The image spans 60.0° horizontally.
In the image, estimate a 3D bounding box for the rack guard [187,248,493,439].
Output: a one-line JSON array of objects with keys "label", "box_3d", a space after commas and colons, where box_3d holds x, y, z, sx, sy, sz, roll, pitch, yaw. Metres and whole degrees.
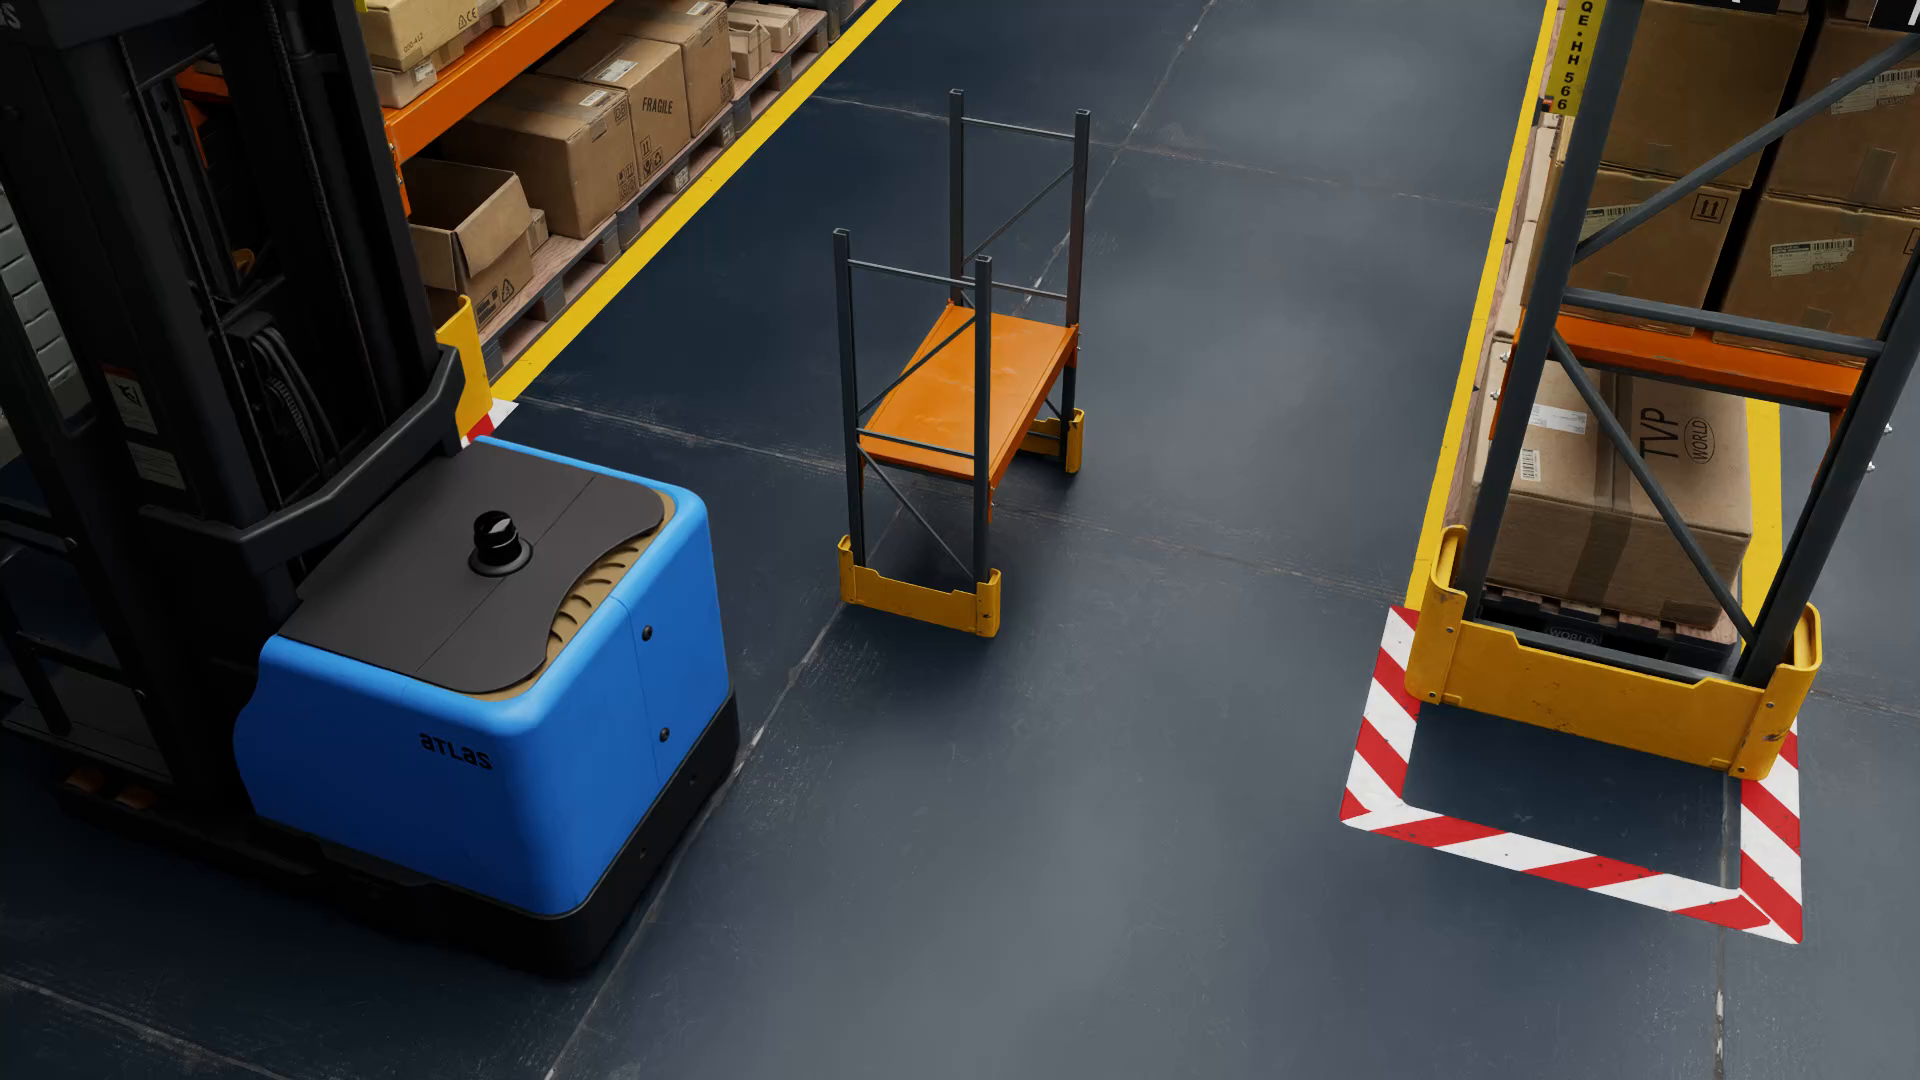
[{"label": "rack guard", "box_3d": [-2.529, -0.798, 6.800, 1.175, 0.500, 0.348, 13, 42, 15]}]

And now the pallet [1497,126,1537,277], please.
[{"label": "pallet", "box_3d": [3.145, -1.536, 7.888, 1.003, 0.211, 1.213, 13, 42, 15]}]

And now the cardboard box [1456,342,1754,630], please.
[{"label": "cardboard box", "box_3d": [2.243, -0.213, 5.839, 0.875, 0.438, 0.875, 12, 42, 14]}]

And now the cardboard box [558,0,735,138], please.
[{"label": "cardboard box", "box_3d": [-1.573, -2.410, 8.366, 0.700, 0.500, 0.500, 12, 42, 13]}]

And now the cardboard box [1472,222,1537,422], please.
[{"label": "cardboard box", "box_3d": [2.548, -0.773, 6.496, 0.875, 0.438, 0.875, 14, 43, 16]}]

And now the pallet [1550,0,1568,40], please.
[{"label": "pallet", "box_3d": [4.087, -3.216, 9.857, 1.003, 0.211, 1.213, 13, 42, 15]}]

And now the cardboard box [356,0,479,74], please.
[{"label": "cardboard box", "box_3d": [-2.146, -1.976, 6.141, 0.500, 0.250, 0.500, 14, 42, 15]}]

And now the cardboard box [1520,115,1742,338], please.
[{"label": "cardboard box", "box_3d": [2.027, -0.994, 5.027, 0.500, 0.500, 0.500, 14, 42, 15]}]

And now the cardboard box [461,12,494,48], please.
[{"label": "cardboard box", "box_3d": [-2.084, -2.080, 6.571, 0.380, 0.149, 0.250, 13, 42, 15]}]

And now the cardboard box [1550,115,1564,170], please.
[{"label": "cardboard box", "box_3d": [2.213, -1.297, 5.382, 0.500, 0.500, 0.500, 12, 42, 14]}]

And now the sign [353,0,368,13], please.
[{"label": "sign", "box_3d": [-2.045, -1.912, 5.513, 0.100, 0.325, 0.005, 13, 42, 15]}]

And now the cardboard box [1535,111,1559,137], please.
[{"label": "cardboard box", "box_3d": [3.163, -1.869, 7.780, 0.875, 0.438, 0.875, 13, 42, 14]}]

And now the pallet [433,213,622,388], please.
[{"label": "pallet", "box_3d": [-2.257, -1.175, 7.464, 1.003, 0.211, 1.213, 13, 42, 15]}]

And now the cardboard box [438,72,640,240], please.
[{"label": "cardboard box", "box_3d": [-1.928, -1.776, 7.623, 0.700, 0.500, 0.500, 15, 43, 17]}]

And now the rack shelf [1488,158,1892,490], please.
[{"label": "rack shelf", "box_3d": [2.795, -1.550, 6.309, 1.077, 0.370, 4.000, 13, 42, 15]}]

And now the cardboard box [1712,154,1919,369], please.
[{"label": "cardboard box", "box_3d": [2.545, -0.871, 4.882, 0.500, 0.500, 0.500, 13, 42, 15]}]

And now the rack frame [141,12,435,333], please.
[{"label": "rack frame", "box_3d": [-2.555, -1.703, 5.935, 1.000, 3.000, 0.127, 13, 42, 15]}]

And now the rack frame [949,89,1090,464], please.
[{"label": "rack frame", "box_3d": [0.203, -0.933, 6.188, 0.500, 1.500, 0.032, 13, 42, 15]}]

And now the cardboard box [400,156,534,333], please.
[{"label": "cardboard box", "box_3d": [-2.257, -1.265, 7.021, 0.797, 0.503, 0.637, 12, 42, 13]}]

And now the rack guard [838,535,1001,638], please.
[{"label": "rack guard", "box_3d": [-0.144, 0.162, 5.867, 0.587, 0.250, 0.087, 13, 42, 15]}]

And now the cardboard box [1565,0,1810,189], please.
[{"label": "cardboard box", "box_3d": [2.052, -1.369, 4.696, 0.500, 0.500, 0.500, 15, 43, 16]}]

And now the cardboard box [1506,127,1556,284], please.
[{"label": "cardboard box", "box_3d": [2.858, -1.323, 7.140, 0.875, 0.438, 0.875, 12, 42, 14]}]

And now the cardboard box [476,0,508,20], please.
[{"label": "cardboard box", "box_3d": [-1.974, -2.283, 6.502, 0.500, 0.250, 0.500, 14, 42, 16]}]

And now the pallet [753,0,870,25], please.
[{"label": "pallet", "box_3d": [-0.944, -3.586, 10.291, 1.003, 0.211, 1.213, 13, 42, 15]}]

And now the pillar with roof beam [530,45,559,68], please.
[{"label": "pillar with roof beam", "box_3d": [1.773, -5.245, 5.464, 9.100, 9.000, 0.400, 13, 42, 15]}]

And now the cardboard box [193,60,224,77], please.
[{"label": "cardboard box", "box_3d": [-2.694, -1.869, 6.323, 0.380, 0.149, 0.250, 13, 42, 15]}]

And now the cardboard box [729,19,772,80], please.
[{"label": "cardboard box", "box_3d": [-1.223, -2.639, 8.816, 0.396, 0.266, 0.258, 15, 43, 17]}]

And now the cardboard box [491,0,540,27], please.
[{"label": "cardboard box", "box_3d": [-1.940, -2.221, 6.736, 0.380, 0.149, 0.250, 15, 43, 16]}]

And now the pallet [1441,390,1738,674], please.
[{"label": "pallet", "box_3d": [2.311, -0.048, 6.143, 1.003, 0.211, 1.213, 13, 42, 15]}]

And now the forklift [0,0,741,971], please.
[{"label": "forklift", "box_3d": [-2.278, -0.498, 4.576, 3.031, 2.935, 1.130, 15, 43, 16]}]

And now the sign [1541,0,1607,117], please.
[{"label": "sign", "box_3d": [1.606, -1.263, 4.345, 0.100, 0.325, 0.005, 13, 42, 15]}]

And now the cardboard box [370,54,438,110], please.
[{"label": "cardboard box", "box_3d": [-2.184, -1.747, 6.180, 0.380, 0.149, 0.250, 13, 42, 15]}]

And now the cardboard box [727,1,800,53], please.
[{"label": "cardboard box", "box_3d": [-1.101, -2.813, 9.109, 0.380, 0.149, 0.250, 12, 42, 14]}]

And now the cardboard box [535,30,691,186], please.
[{"label": "cardboard box", "box_3d": [-1.653, -2.077, 7.975, 0.500, 0.500, 0.500, 14, 42, 16]}]

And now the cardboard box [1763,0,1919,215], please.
[{"label": "cardboard box", "box_3d": [2.543, -1.251, 4.558, 0.500, 0.500, 0.500, 12, 42, 14]}]

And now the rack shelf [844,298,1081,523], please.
[{"label": "rack shelf", "box_3d": [0.029, -0.486, 5.941, 0.538, 0.185, 1.000, 13, 42, 15]}]

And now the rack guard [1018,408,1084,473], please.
[{"label": "rack guard", "box_3d": [0.196, -0.445, 6.579, 0.587, 0.250, 0.087, 13, 42, 15]}]

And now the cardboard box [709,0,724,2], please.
[{"label": "cardboard box", "box_3d": [-1.635, -2.929, 9.120, 0.500, 0.311, 0.500, 15, 43, 17]}]

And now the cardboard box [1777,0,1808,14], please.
[{"label": "cardboard box", "box_3d": [2.046, -1.532, 4.387, 0.380, 0.149, 0.250, 14, 42, 16]}]

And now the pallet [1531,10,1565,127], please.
[{"label": "pallet", "box_3d": [3.672, -2.470, 8.982, 1.003, 0.211, 1.213, 13, 42, 15]}]

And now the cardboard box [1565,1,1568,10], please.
[{"label": "cardboard box", "box_3d": [3.917, -3.343, 9.171, 0.875, 0.875, 0.875, 14, 43, 16]}]

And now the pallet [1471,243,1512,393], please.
[{"label": "pallet", "box_3d": [2.730, -0.789, 7.012, 1.003, 0.211, 1.213, 13, 42, 15]}]

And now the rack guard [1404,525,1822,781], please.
[{"label": "rack guard", "box_3d": [2.103, 0.362, 5.440, 1.175, 0.500, 0.348, 13, 42, 15]}]

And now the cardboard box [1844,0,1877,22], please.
[{"label": "cardboard box", "box_3d": [2.493, -1.424, 4.260, 0.380, 0.149, 0.250, 14, 42, 16]}]

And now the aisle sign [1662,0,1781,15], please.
[{"label": "aisle sign", "box_3d": [1.795, -1.617, 3.832, 0.394, 0.787, 0.004, 13, 42, 15]}]

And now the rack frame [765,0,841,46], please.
[{"label": "rack frame", "box_3d": [-1.187, -4.143, 8.794, 1.000, 3.000, 0.127, 13, 42, 15]}]

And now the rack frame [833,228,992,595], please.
[{"label": "rack frame", "box_3d": [-0.145, -0.313, 5.461, 0.500, 1.500, 0.032, 13, 42, 15]}]

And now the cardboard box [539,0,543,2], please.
[{"label": "cardboard box", "box_3d": [-1.854, -2.384, 6.927, 0.380, 0.149, 0.250, 14, 42, 16]}]

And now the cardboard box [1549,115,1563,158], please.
[{"label": "cardboard box", "box_3d": [2.380, -1.613, 5.753, 0.500, 0.500, 0.500, 14, 43, 16]}]

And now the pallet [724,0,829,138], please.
[{"label": "pallet", "box_3d": [-1.423, -2.663, 9.209, 1.003, 0.211, 1.213, 13, 42, 15]}]

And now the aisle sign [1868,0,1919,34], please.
[{"label": "aisle sign", "box_3d": [2.359, -1.484, 3.676, 0.394, 0.787, 0.004, 13, 42, 15]}]

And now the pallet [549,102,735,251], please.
[{"label": "pallet", "box_3d": [-1.838, -1.916, 8.334, 1.003, 0.211, 1.213, 13, 42, 15]}]

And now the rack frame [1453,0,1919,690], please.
[{"label": "rack frame", "box_3d": [2.111, -0.603, 4.646, 1.000, 3.000, 0.127, 13, 42, 15]}]

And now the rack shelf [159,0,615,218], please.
[{"label": "rack shelf", "box_3d": [-1.871, -2.649, 7.598, 1.077, 0.370, 4.000, 13, 42, 15]}]

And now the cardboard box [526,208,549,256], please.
[{"label": "cardboard box", "box_3d": [-2.075, -1.381, 7.430, 0.380, 0.149, 0.250, 12, 42, 13]}]

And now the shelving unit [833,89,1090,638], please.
[{"label": "shelving unit", "box_3d": [0.026, -0.617, 5.818, 0.587, 1.500, 1.083, 13, 42, 15]}]

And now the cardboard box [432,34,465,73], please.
[{"label": "cardboard box", "box_3d": [-2.141, -1.912, 6.374, 0.380, 0.149, 0.250, 14, 43, 16]}]
